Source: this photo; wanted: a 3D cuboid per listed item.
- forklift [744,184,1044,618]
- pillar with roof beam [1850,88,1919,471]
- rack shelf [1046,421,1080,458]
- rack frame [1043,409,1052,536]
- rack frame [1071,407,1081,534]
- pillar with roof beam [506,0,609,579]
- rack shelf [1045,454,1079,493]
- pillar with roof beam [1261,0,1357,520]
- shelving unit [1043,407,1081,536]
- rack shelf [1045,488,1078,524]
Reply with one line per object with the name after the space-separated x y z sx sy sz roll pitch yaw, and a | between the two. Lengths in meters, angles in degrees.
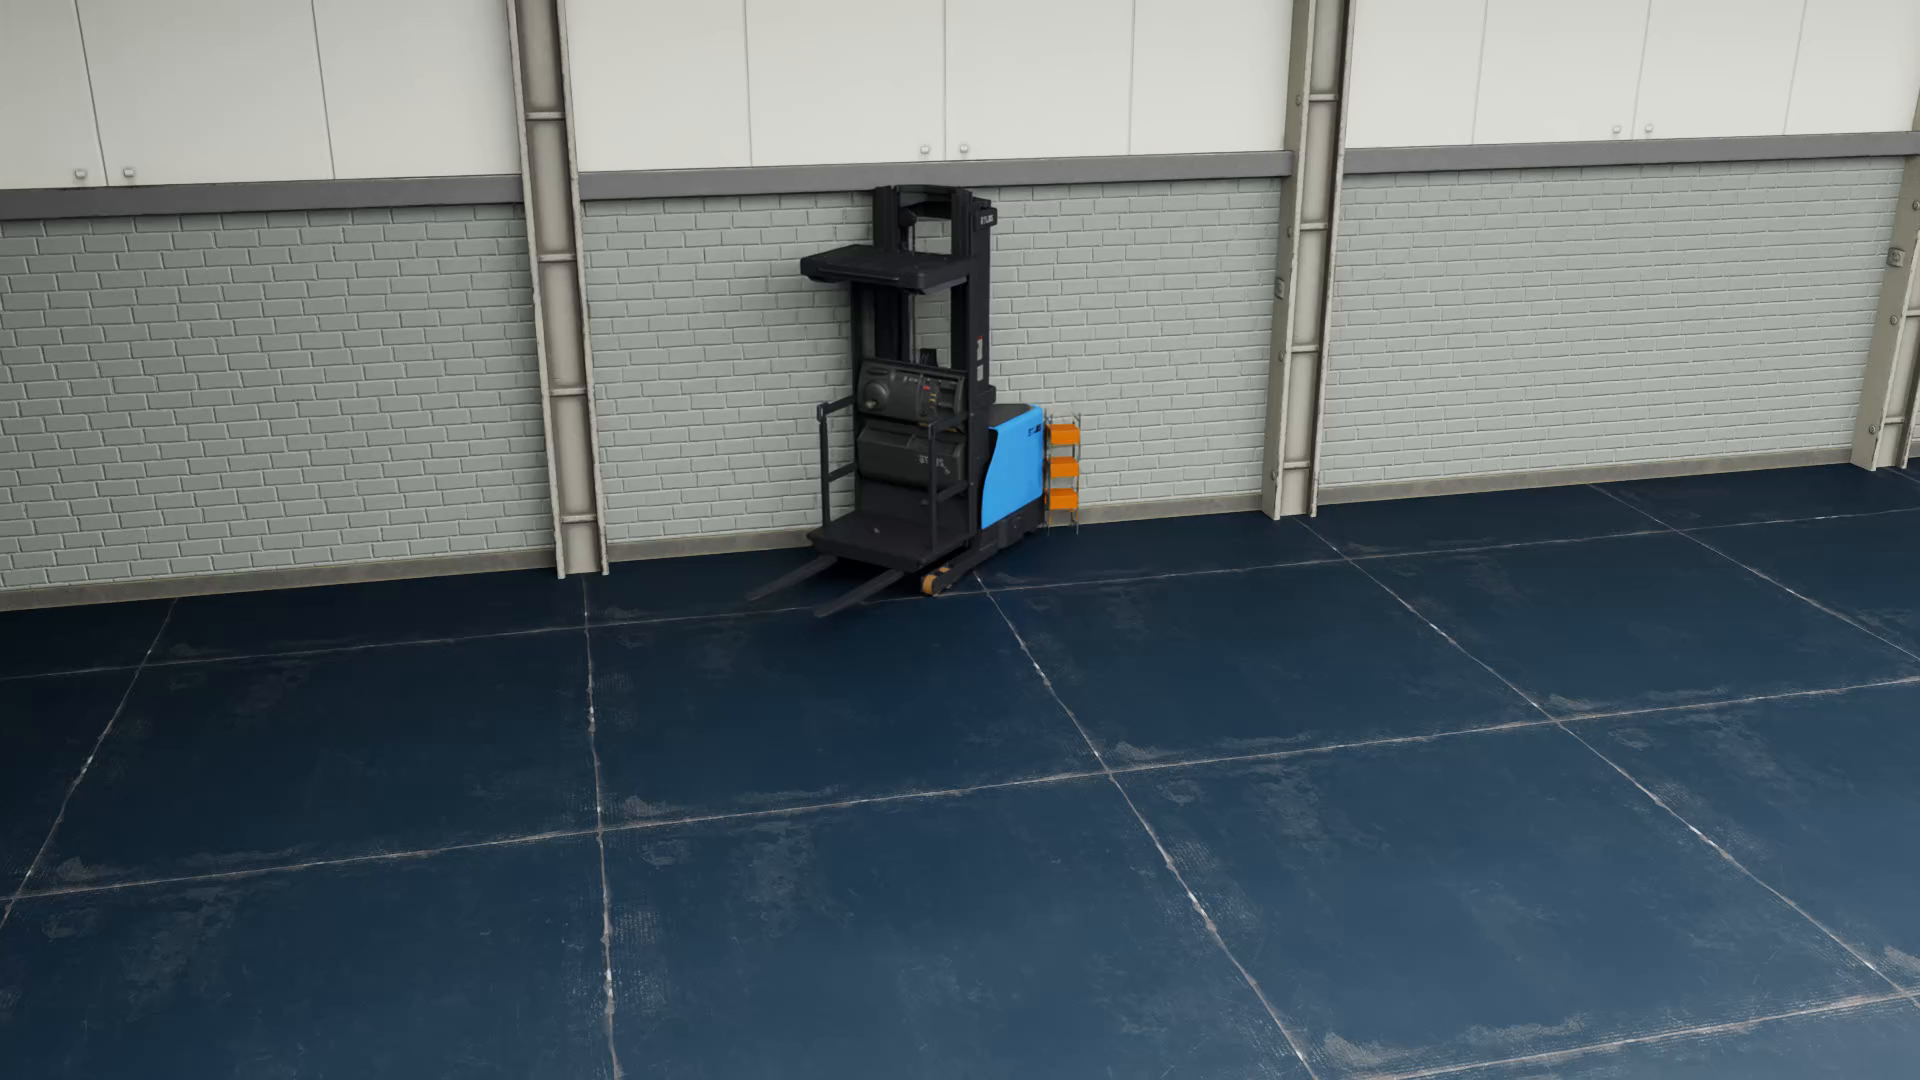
-0.490 -1.129 12.636 1.130 2.935 3.031 12 23 29 | forklift
9.683 -3.499 10.283 0.400 9.000 9.100 -5 21 -12 | pillar with roof beam
0.845 -0.822 13.737 0.240 0.259 0.215 -4 20 -10 | rack shelf
0.725 -0.558 13.810 0.008 1.050 0.200 -4 20 -10 | rack frame
0.965 -0.573 13.852 0.008 1.050 0.200 -4 20 -10 | rack frame
-1.995 -2.549 7.690 0.400 9.000 9.100 -5 21 -12 | pillar with roof beam
0.845 -0.555 13.835 0.240 0.259 0.215 -4 20 -10 | rack shelf
3.844 -3.024 8.987 0.400 9.000 9.100 -5 21 -12 | pillar with roof beam
0.845 -0.565 13.831 0.252 1.050 0.215 -4 20 -10 | shelving unit
0.845 -0.294 13.930 0.240 0.259 0.215 -4 20 -10 | rack shelf
